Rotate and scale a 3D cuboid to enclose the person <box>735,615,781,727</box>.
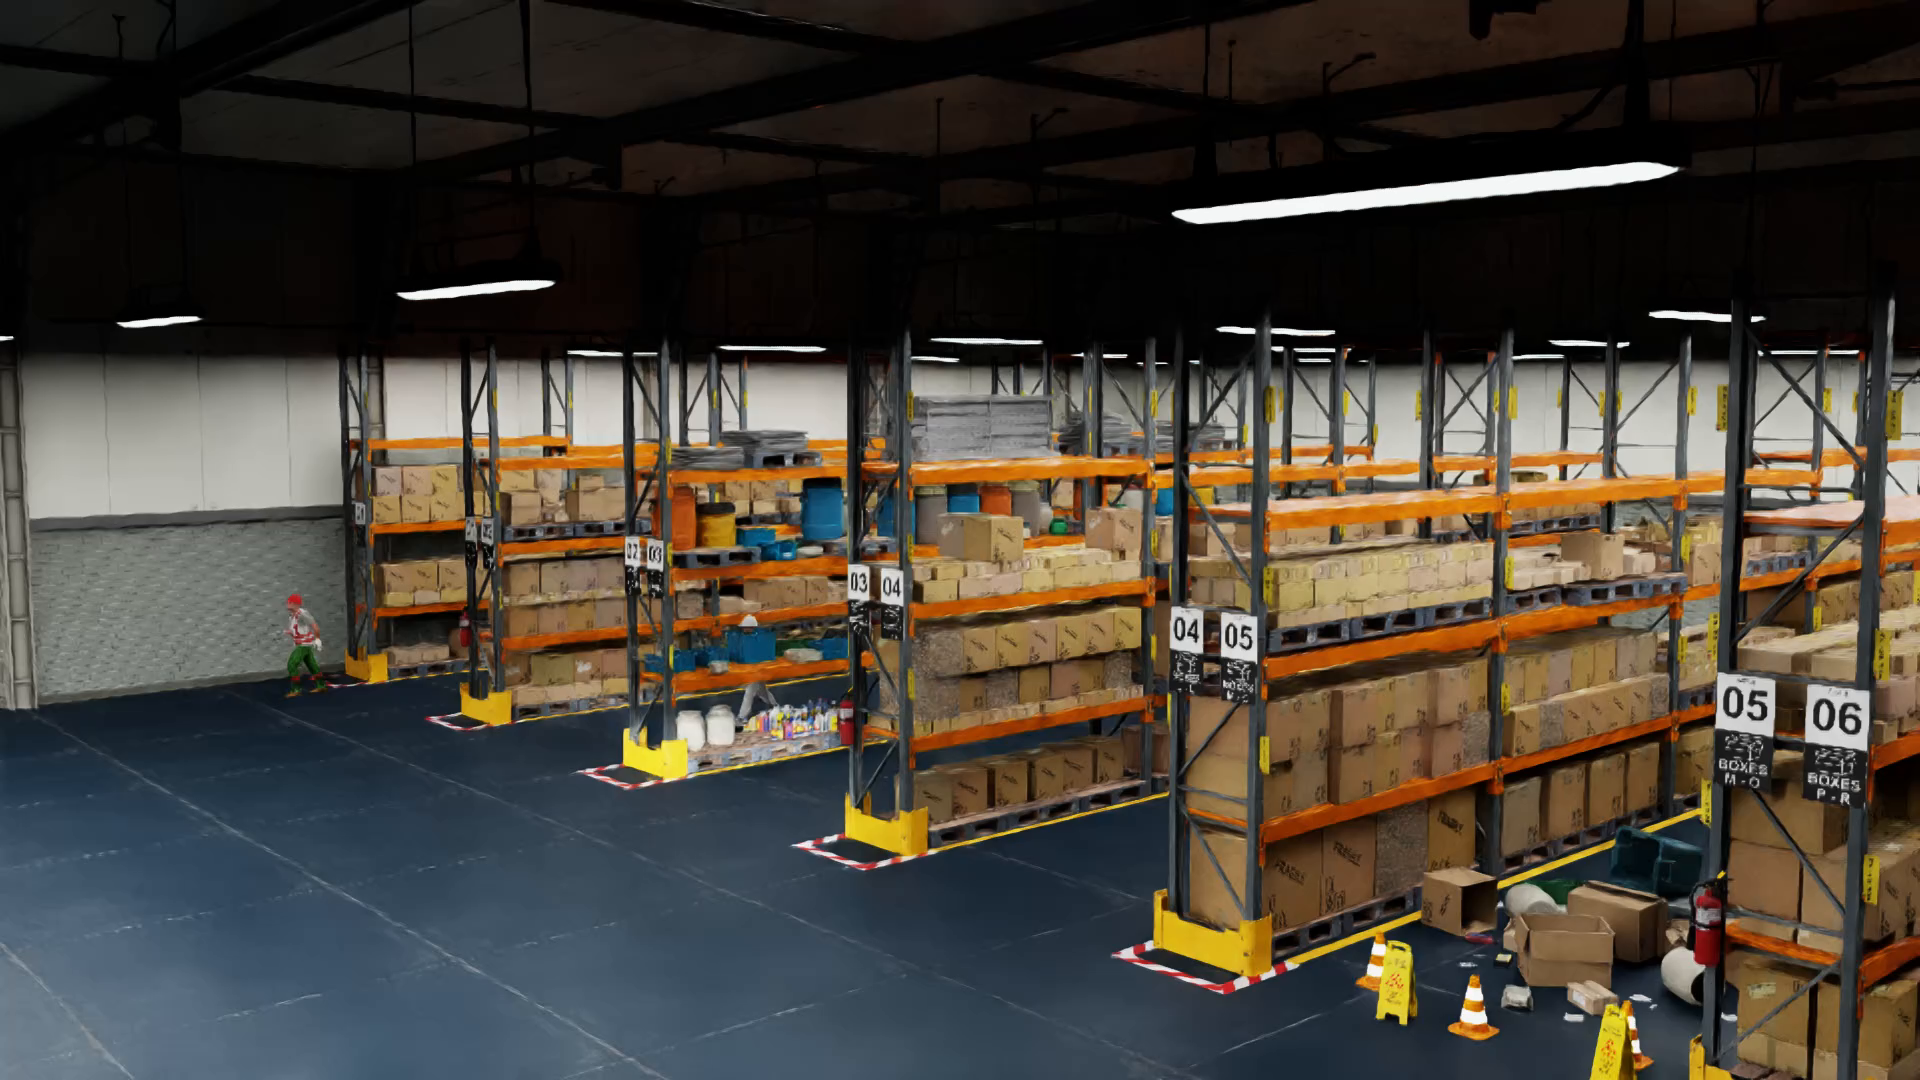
[{"bbox_3d":[-3.215,2.003,25.757,1.115,1.698,0.543,-4,7,-39],"label":"person"}]

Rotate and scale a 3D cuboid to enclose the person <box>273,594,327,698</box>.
[{"bbox_3d":[-11.181,1.775,28.239,0.835,1.722,0.703,-4,6,-36],"label":"person"}]
